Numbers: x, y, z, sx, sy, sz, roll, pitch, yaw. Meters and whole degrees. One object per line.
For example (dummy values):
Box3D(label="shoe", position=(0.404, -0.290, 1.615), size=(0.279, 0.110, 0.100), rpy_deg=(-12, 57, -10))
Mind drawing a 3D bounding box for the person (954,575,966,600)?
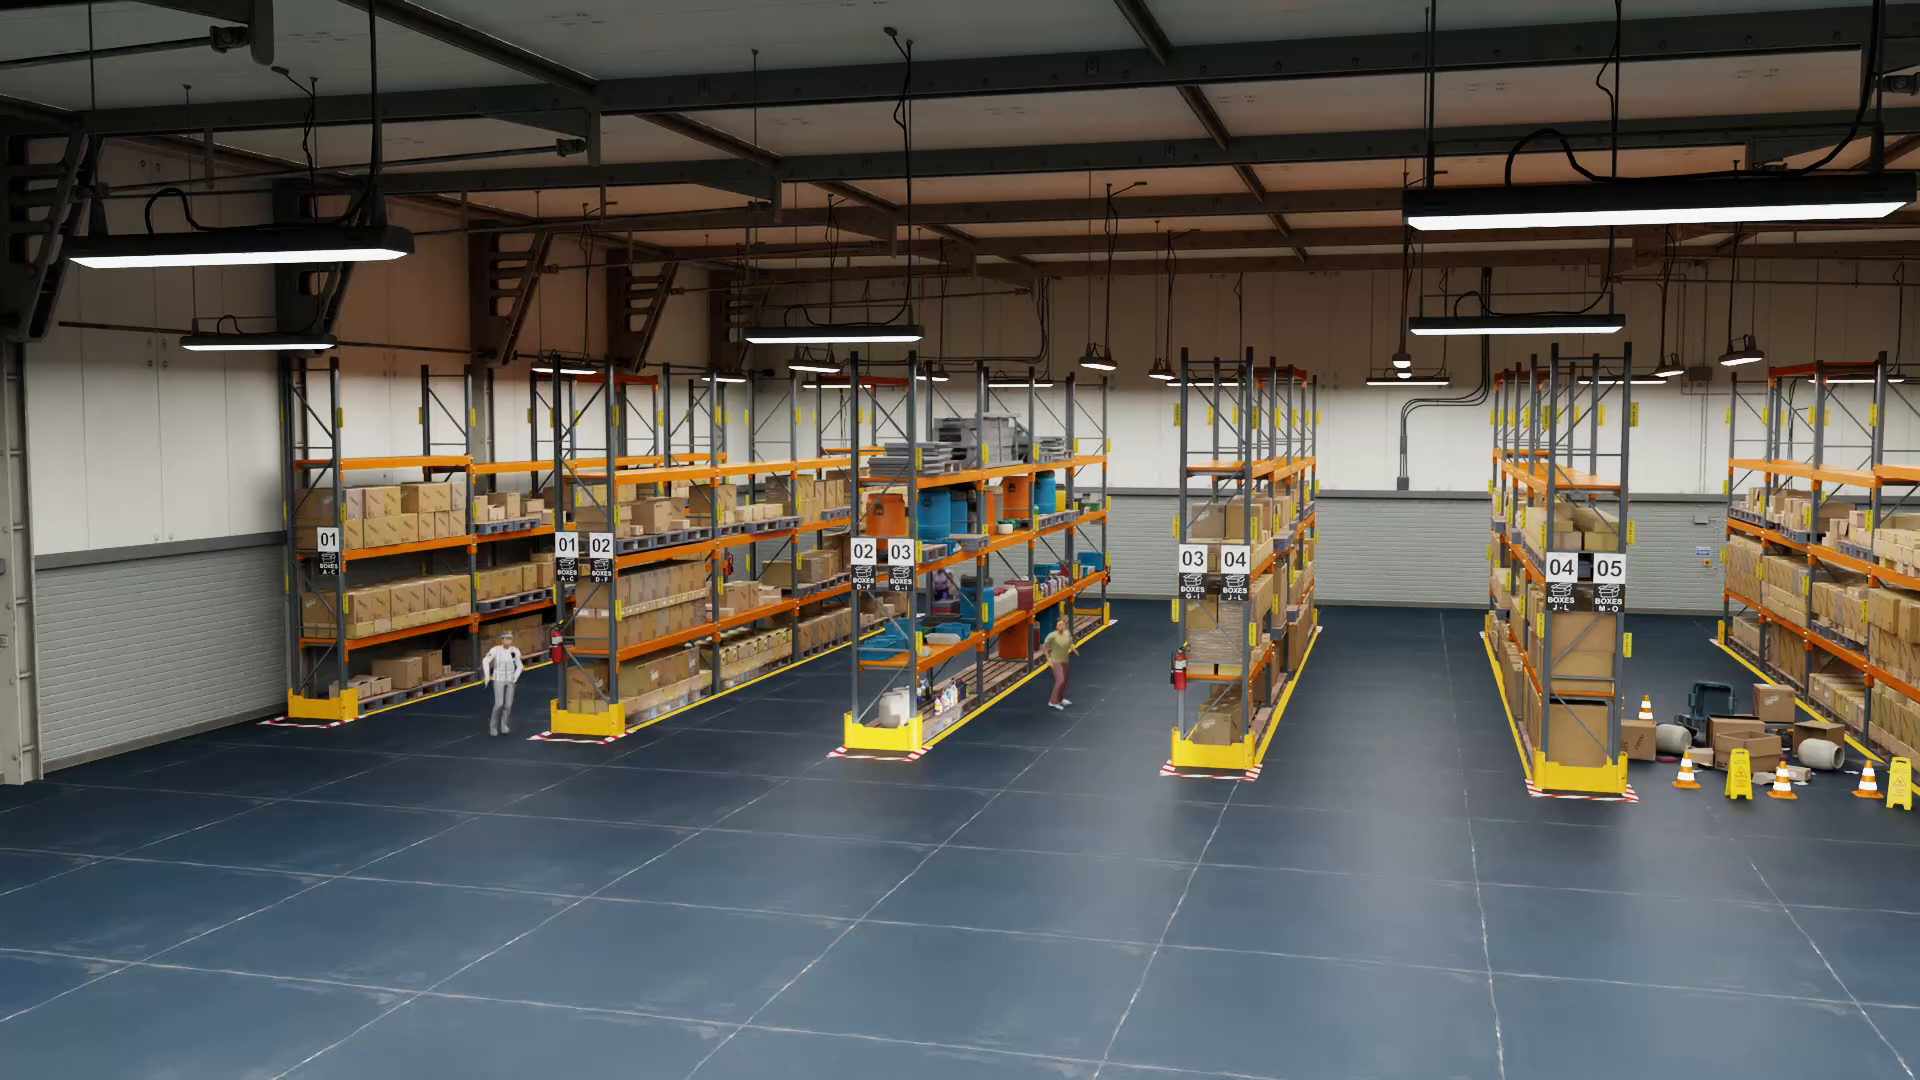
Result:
Box3D(label="person", position=(0.092, 1.552, 35.830), size=(0.564, 1.630, 0.781), rpy_deg=(2, 4, 21))

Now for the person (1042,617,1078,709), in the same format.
Box3D(label="person", position=(1.741, 2.114, 28.743), size=(0.628, 1.607, 0.740), rpy_deg=(-3, 5, -38))

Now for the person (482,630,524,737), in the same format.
Box3D(label="person", position=(-7.178, 2.267, 26.204), size=(0.595, 1.717, 0.653), rpy_deg=(-2, 5, -28))

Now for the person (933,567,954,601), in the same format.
Box3D(label="person", position=(-0.456, 1.308, 40.042), size=(0.629, 1.600, 0.955), rpy_deg=(0, 4, 0))
